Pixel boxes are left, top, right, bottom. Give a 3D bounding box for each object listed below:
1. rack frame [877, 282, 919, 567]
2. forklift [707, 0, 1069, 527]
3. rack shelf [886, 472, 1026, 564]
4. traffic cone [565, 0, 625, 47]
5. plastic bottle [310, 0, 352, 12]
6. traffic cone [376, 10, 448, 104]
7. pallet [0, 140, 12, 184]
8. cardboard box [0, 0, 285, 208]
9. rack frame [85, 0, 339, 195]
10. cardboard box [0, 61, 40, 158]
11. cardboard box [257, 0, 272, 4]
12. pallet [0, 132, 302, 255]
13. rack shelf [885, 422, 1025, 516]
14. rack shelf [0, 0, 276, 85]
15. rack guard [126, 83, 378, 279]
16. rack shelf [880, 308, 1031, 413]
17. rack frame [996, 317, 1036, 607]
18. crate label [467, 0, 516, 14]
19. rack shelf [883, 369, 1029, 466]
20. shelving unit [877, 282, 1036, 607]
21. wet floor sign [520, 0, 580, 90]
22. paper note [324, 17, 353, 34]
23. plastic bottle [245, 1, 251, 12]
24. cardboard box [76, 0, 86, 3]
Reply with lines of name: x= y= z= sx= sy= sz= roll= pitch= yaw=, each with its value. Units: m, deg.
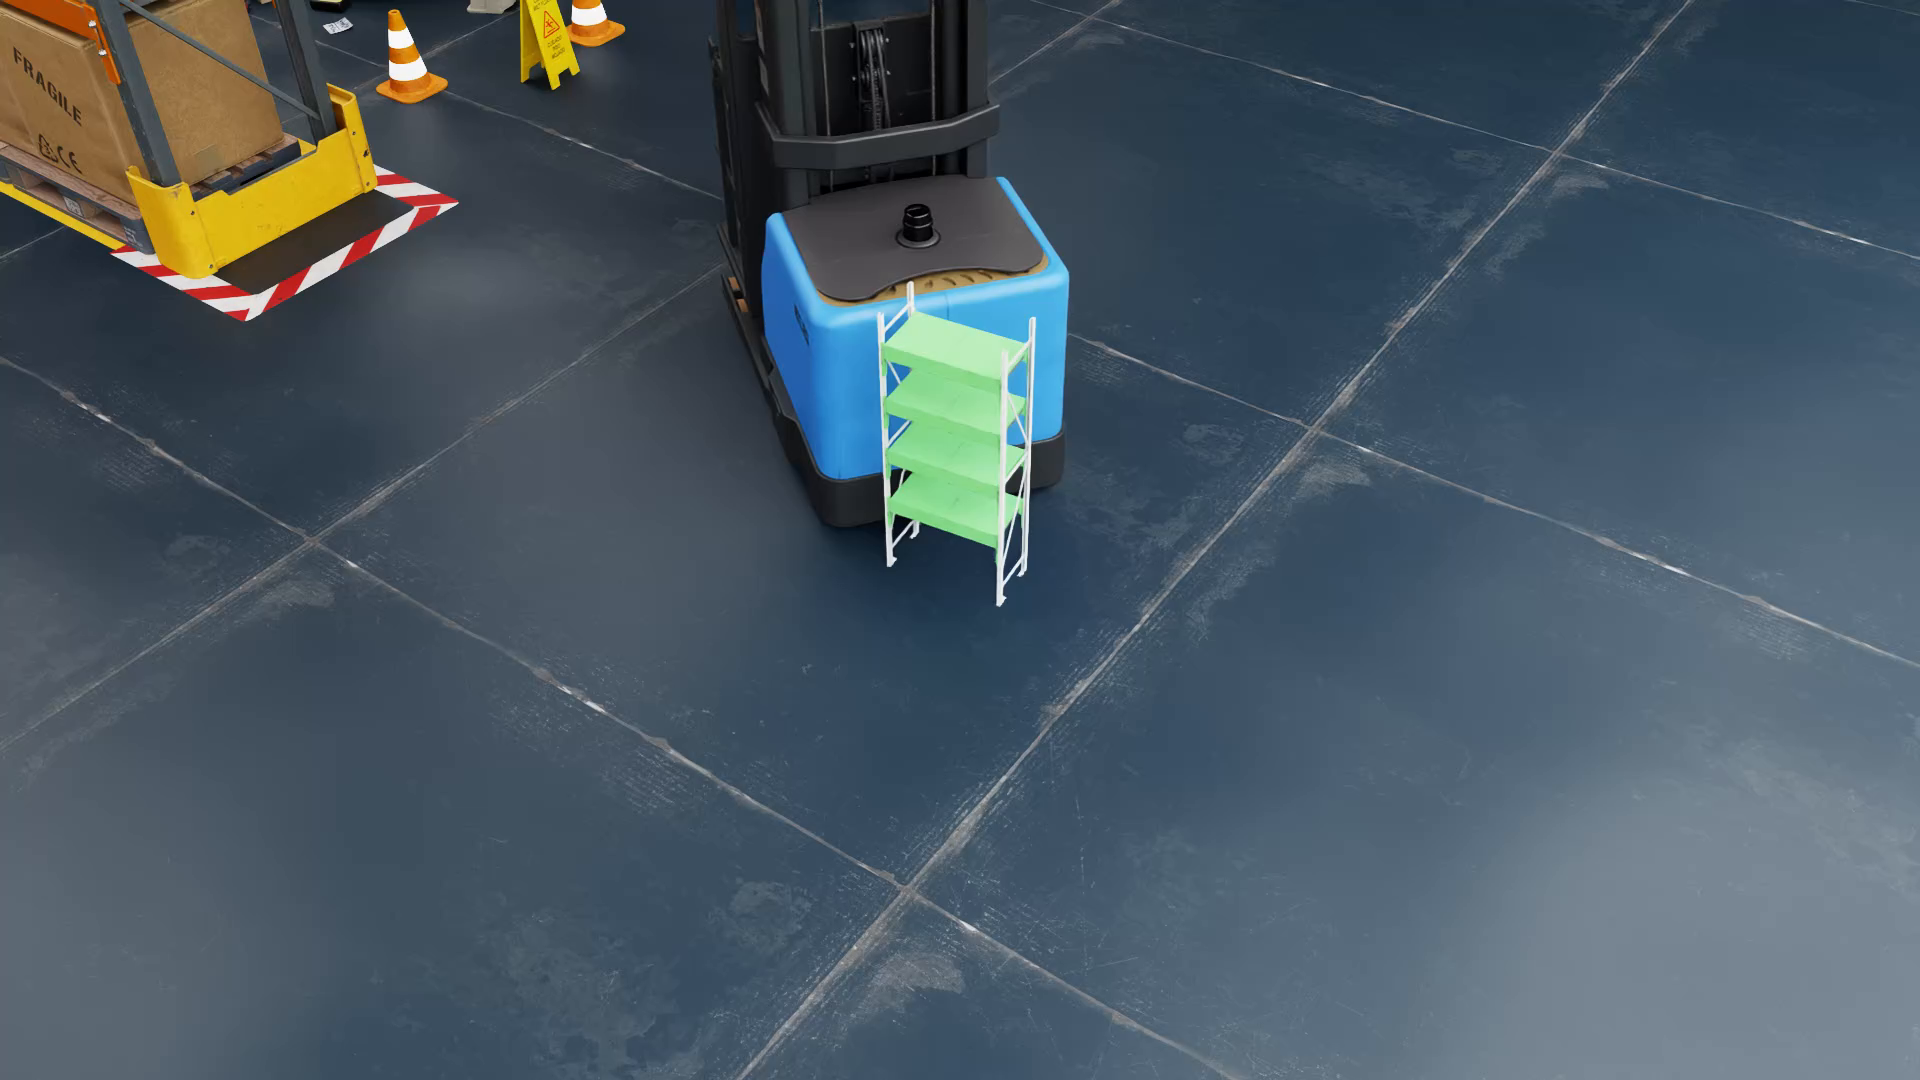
rack frame: x=-0.229 y=-0.411 z=6.309 sx=0.015 sy=1.200 sz=0.240 roll=19 pitch=45 yaw=20
forklift: x=-0.501 y=-2.139 z=6.942 sx=1.130 sy=2.935 sz=3.031 roll=-12 pitch=43 yaw=-13
rack shelf: x=-0.013 y=-0.109 z=6.428 sx=0.480 sy=0.148 sz=0.258 roll=19 pitch=45 yaw=20
traffic cone: x=-2.266 y=-3.298 z=10.088 sx=0.334 sy=0.463 sz=0.336 roll=25 pitch=48 yaw=25
plastic bottle: x=-4.007 y=-3.401 z=10.505 sx=0.283 sy=0.061 sz=0.133 roll=10 pitch=43 yaw=11
traffic cone: x=-3.193 y=-2.811 z=9.544 sx=0.334 sy=0.463 sz=0.336 roll=25 pitch=48 yaw=25
pallet: x=-5.268 y=-2.469 z=9.351 sx=1.213 sy=0.211 sz=1.003 roll=25 pitch=48 yaw=25
cardboard box: x=-4.167 y=-2.366 z=8.423 sx=0.875 sy=0.875 sz=0.875 roll=25 pitch=48 yaw=26
rack frame: x=-3.574 y=-2.778 z=7.605 sx=0.127 sy=3.000 sz=1.000 roll=25 pitch=48 yaw=25
cardboard box: x=-4.888 y=-2.702 z=8.798 sx=0.875 sy=0.875 sz=0.875 roll=24 pitch=47 yaw=25
cardboard box: x=-4.384 y=-3.638 z=10.616 sx=0.396 sy=0.266 sz=0.258 roll=-34 pitch=52 yaw=-32
pallet: x=-4.273 y=-2.002 z=8.829 sx=1.213 sy=0.211 sz=1.003 roll=25 pitch=48 yaw=25
rack shelf: x=-0.013 y=-0.288 z=6.268 sx=0.480 sy=0.148 sz=0.258 roll=19 pitch=45 yaw=20
rack shelf: x=-5.211 y=-3.275 z=8.700 sx=4.000 sy=0.370 sz=1.077 roll=25 pitch=48 yaw=25
rack guard: x=-3.554 y=-1.837 z=8.428 sx=0.348 sy=0.500 sz=1.175 roll=25 pitch=48 yaw=25
rack shelf: x=-0.013 y=-0.646 z=5.948 sx=0.480 sy=0.148 sz=0.258 roll=19 pitch=45 yaw=20
rack frame: x=0.204 y=-0.261 z=6.142 sx=0.015 sy=1.200 sz=0.240 roll=19 pitch=45 yaw=20
crate label: x=-2.945 y=-3.443 z=10.495 sx=0.298 sy=0.136 sz=0.250 roll=3 pitch=42 yaw=4
rack shelf: x=-0.013 y=-0.467 z=6.108 sx=0.480 sy=0.148 sz=0.258 roll=19 pitch=45 yaw=20
shelving unit: x=-0.013 y=-0.336 z=6.225 sx=0.503 sy=1.200 sz=0.258 roll=19 pitch=45 yaw=20
wet floor sign: x=-2.413 y=-2.970 z=9.585 sx=0.232 sy=0.644 sz=0.267 roll=17 pitch=45 yaw=18
paper note: x=-3.849 y=-3.182 z=10.284 sx=0.144 sy=0.017 sz=0.142 roll=-25 pitch=48 yaw=-25
plastic bottle: x=-4.557 y=-3.302 z=10.394 sx=0.133 sy=0.061 sz=0.283 roll=10 pitch=43 yaw=11
cardboard box: x=-3.904 y=-2.951 z=7.686 sx=0.550 sy=0.550 sz=0.875 roll=25 pitch=48 yaw=25
